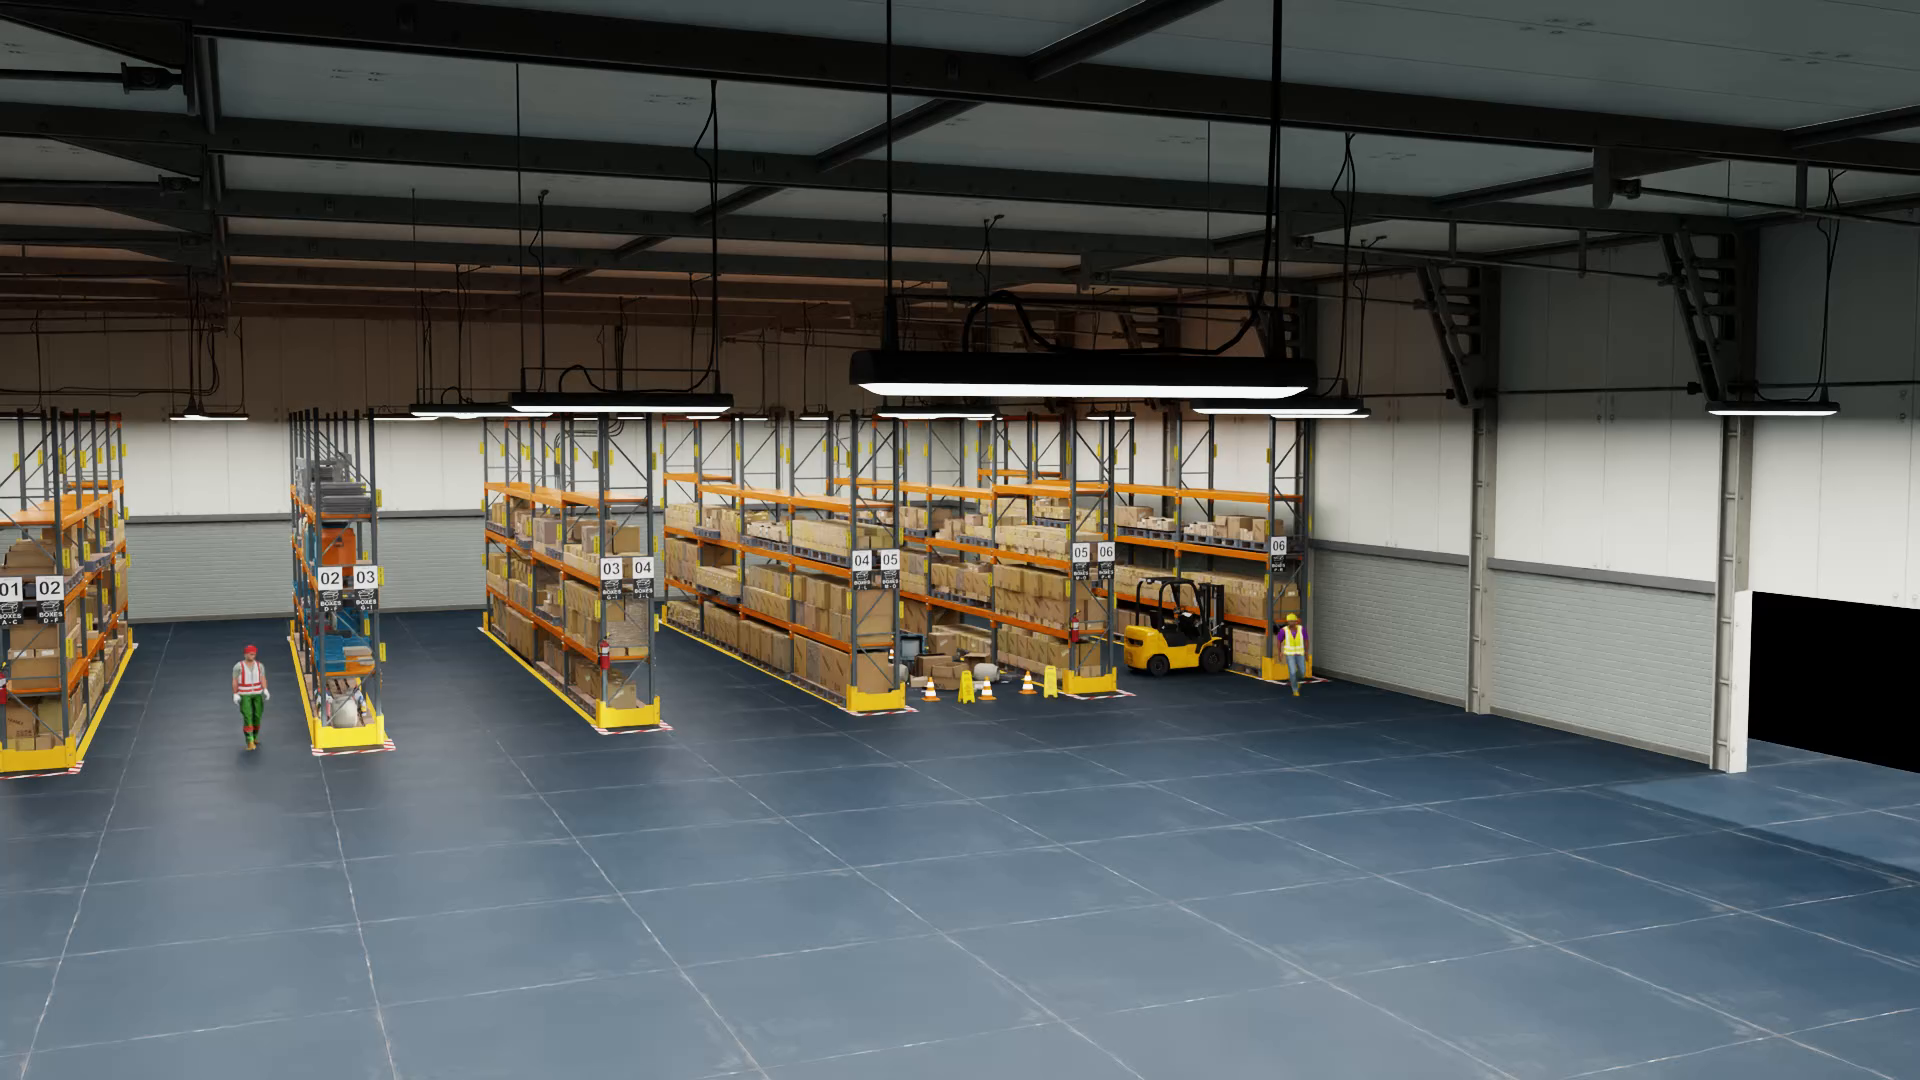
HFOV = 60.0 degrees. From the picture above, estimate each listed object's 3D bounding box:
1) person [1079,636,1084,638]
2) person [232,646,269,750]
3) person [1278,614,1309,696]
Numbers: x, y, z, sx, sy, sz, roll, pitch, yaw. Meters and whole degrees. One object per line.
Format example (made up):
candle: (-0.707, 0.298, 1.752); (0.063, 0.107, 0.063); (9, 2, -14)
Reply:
person: (2.793, 2.146, 39.824); (0.578, 1.592, 0.707); (-2, 4, -21)
person: (-12.527, 2.781, 29.495); (0.551, 1.793, 0.710); (-4, 6, -44)
person: (7.035, 2.405, 35.092); (0.623, 1.732, 0.646); (0, 4, -3)
